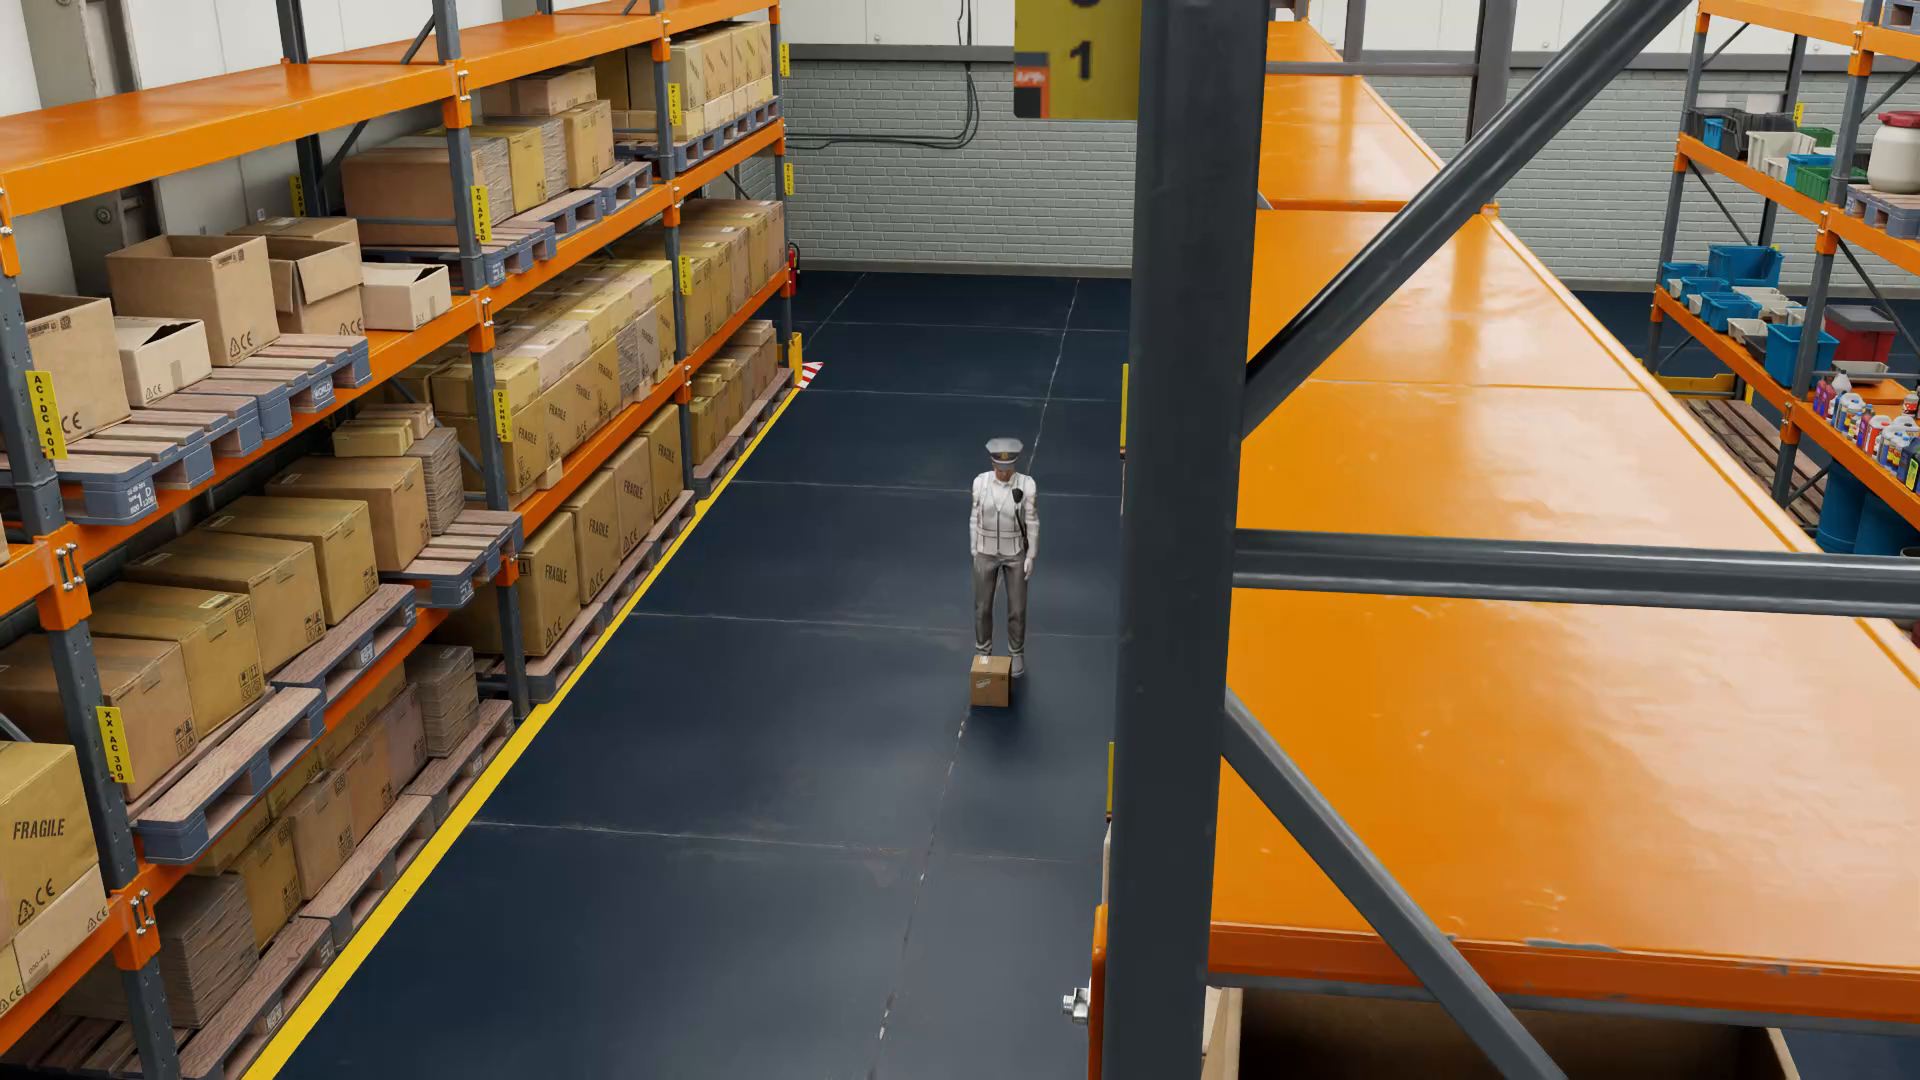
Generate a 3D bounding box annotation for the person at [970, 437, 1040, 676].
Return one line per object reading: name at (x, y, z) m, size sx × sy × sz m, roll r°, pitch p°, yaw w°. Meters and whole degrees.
person at (0.297, 0.112, 11.209) m, size 0.475 × 1.661 × 0.327 m, roll 3°, pitch 21°, yaw 7°
